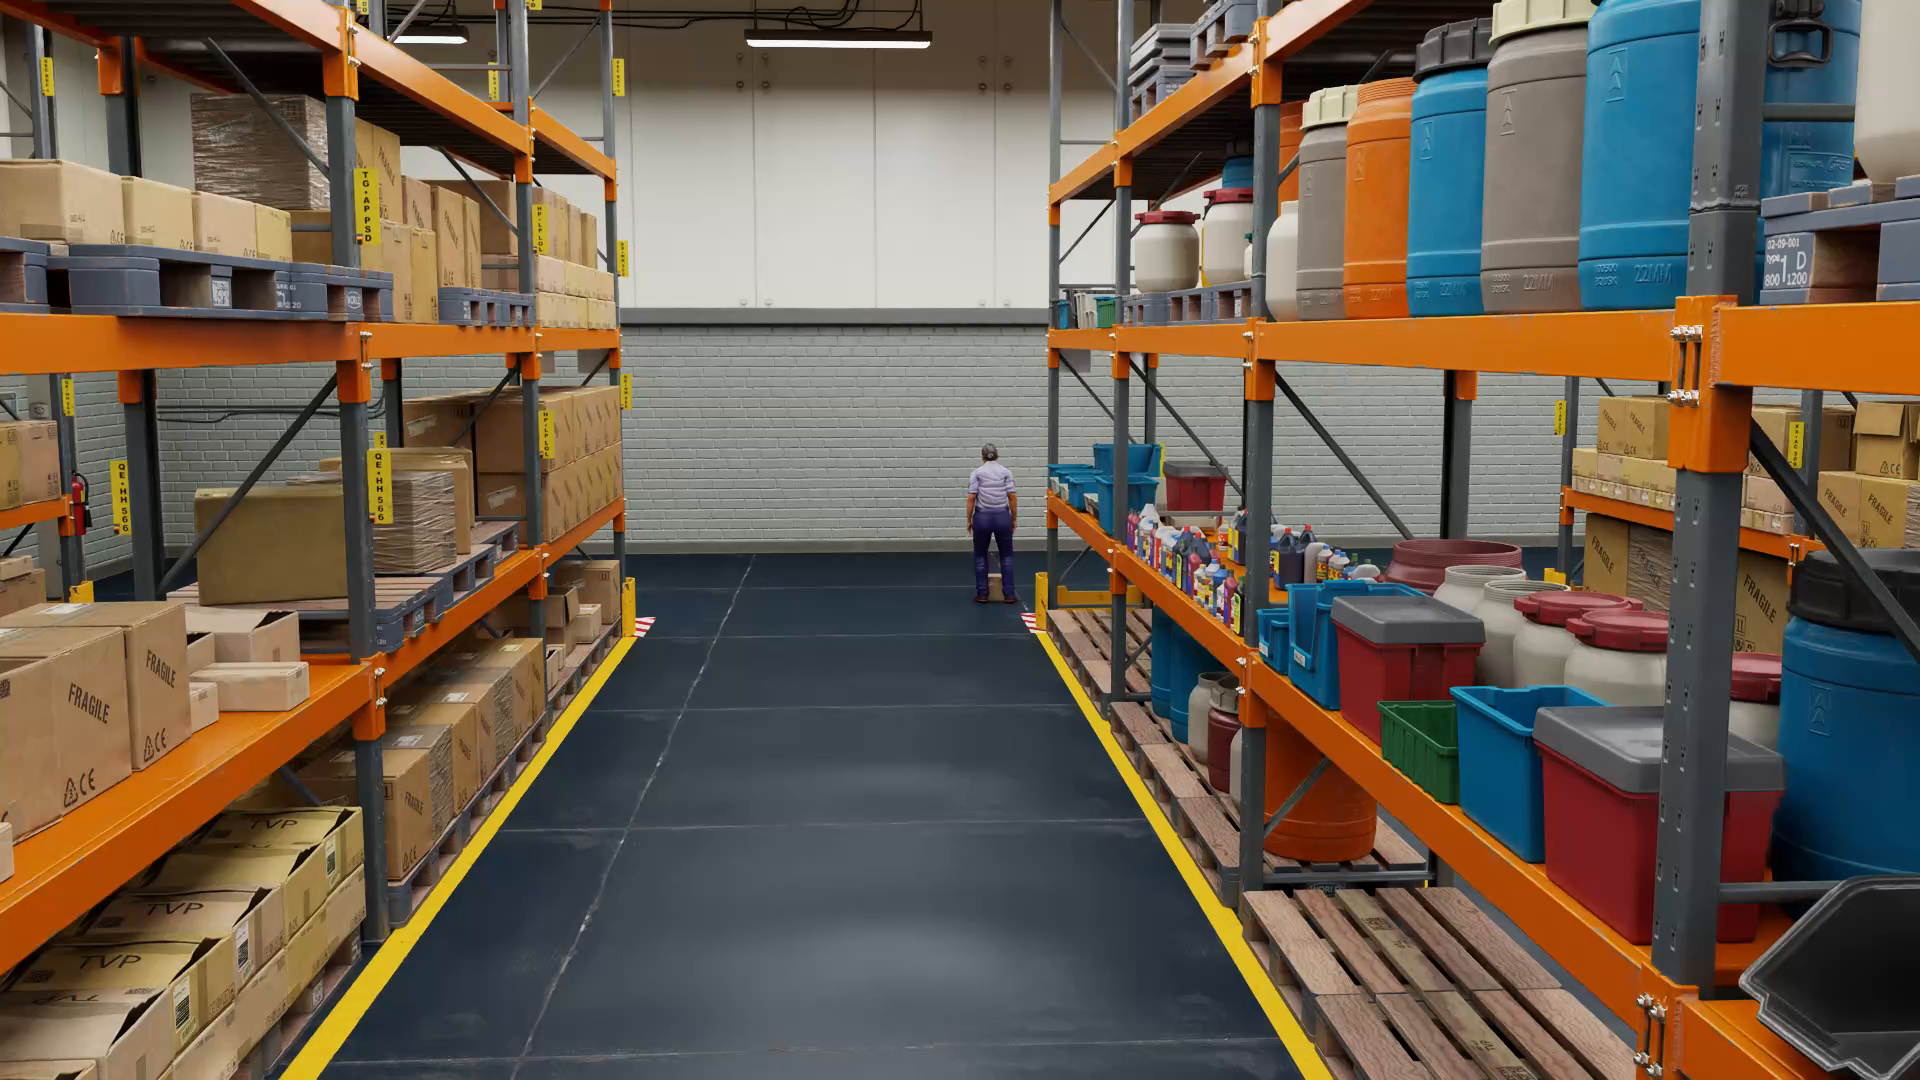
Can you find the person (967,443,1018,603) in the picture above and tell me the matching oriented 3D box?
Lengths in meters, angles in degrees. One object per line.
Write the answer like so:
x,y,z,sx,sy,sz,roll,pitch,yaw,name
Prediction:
0.338,-0.173,17.198,0.546,1.651,0.415,-1,7,-4,person
